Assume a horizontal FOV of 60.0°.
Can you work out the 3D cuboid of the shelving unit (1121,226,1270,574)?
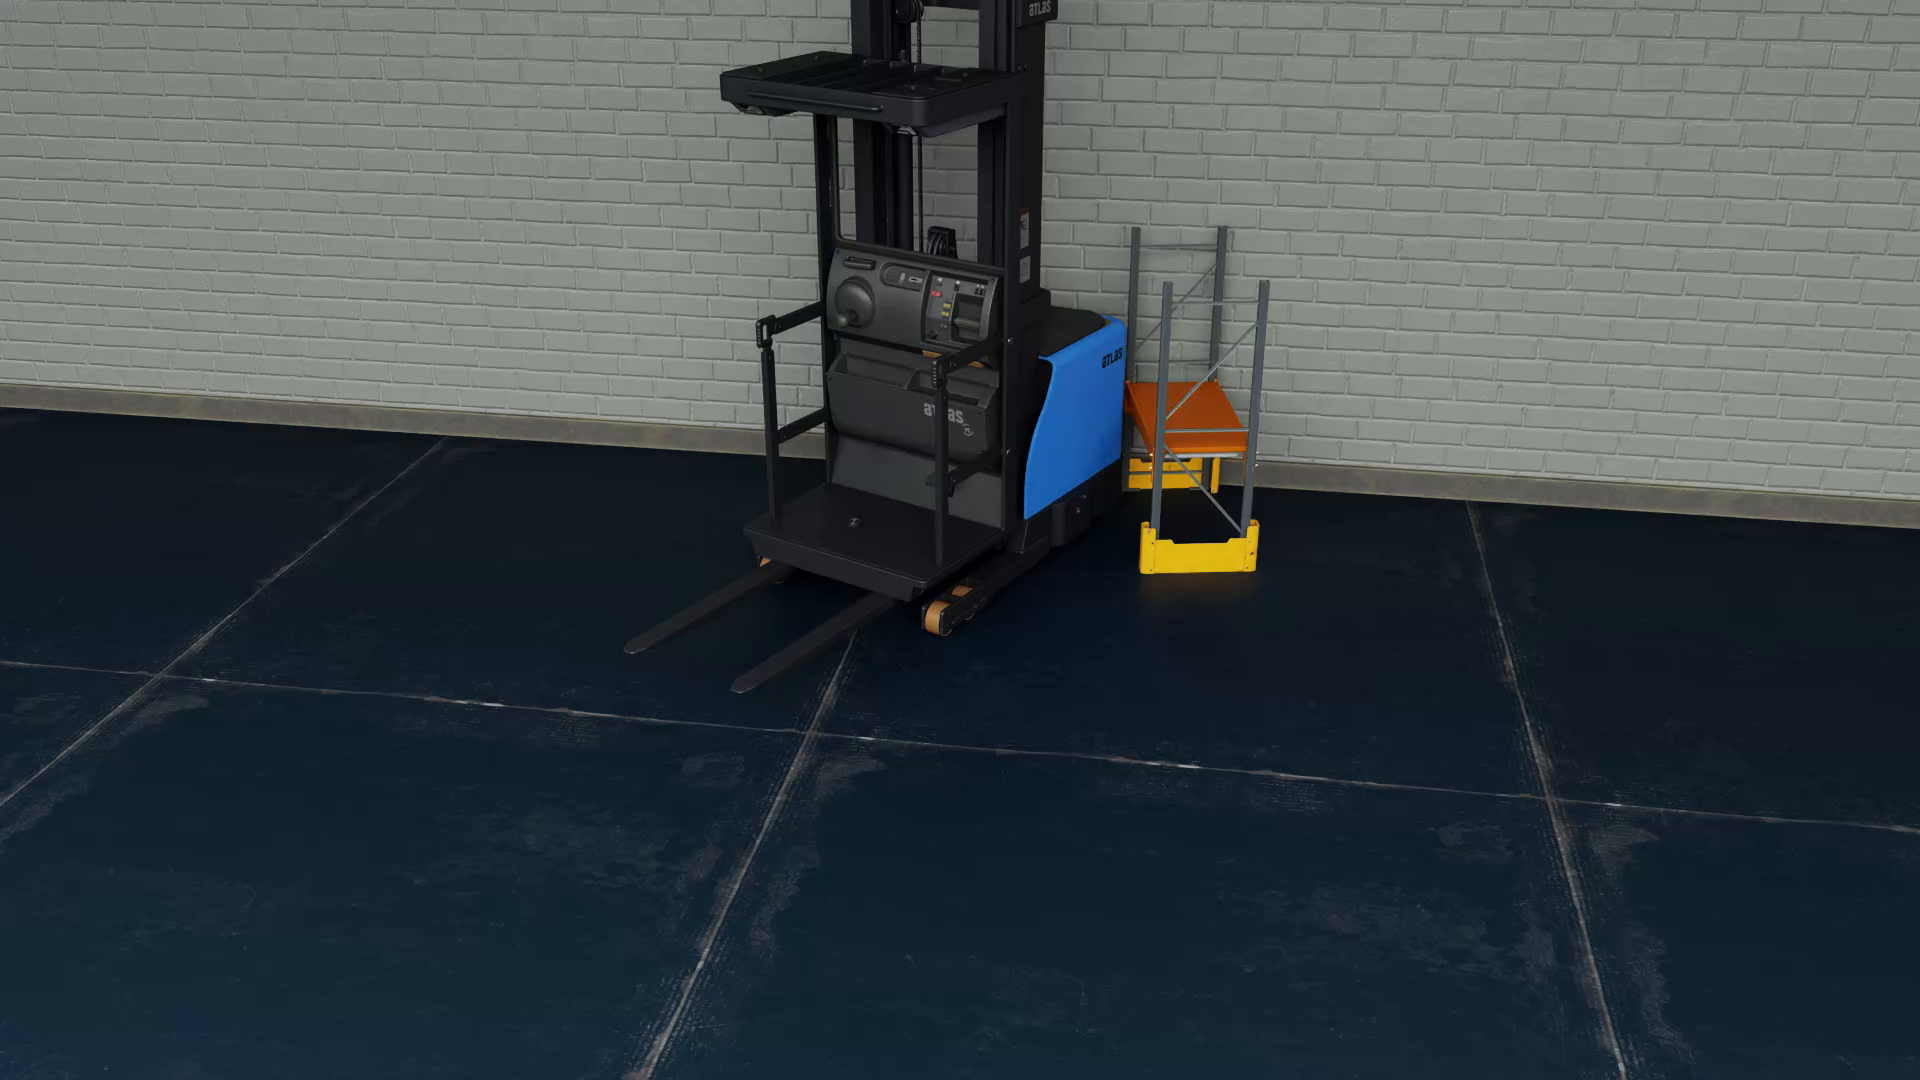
[{"bbox_3d":[1.178,-0.744,8.569,0.587,1.500,1.083,-1,25,-3],"label":"shelving unit"}]

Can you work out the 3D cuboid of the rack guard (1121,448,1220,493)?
[{"bbox_3d":[1.153,-0.388,9.285,0.587,0.250,0.087,-1,25,-3],"label":"rack guard"}]

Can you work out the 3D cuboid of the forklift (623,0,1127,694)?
[{"bbox_3d":[-0.348,-1.105,7.654,1.130,2.935,3.031,16,29,30],"label":"forklift"}]

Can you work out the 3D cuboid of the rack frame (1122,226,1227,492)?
[{"bbox_3d":[1.152,-0.963,9.037,0.500,1.500,0.032,-1,25,-3],"label":"rack frame"}]

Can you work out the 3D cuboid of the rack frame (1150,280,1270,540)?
[{"bbox_3d":[1.204,-0.532,8.118,0.500,1.500,0.032,-1,25,-3],"label":"rack frame"}]

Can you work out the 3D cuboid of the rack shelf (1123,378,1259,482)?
[{"bbox_3d":[1.178,-0.585,8.654,0.538,0.185,1.000,-1,25,-3],"label":"rack shelf"}]

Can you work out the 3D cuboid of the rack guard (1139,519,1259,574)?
[{"bbox_3d":[1.204,0.033,8.384,0.587,0.250,0.087,-1,25,-3],"label":"rack guard"}]
